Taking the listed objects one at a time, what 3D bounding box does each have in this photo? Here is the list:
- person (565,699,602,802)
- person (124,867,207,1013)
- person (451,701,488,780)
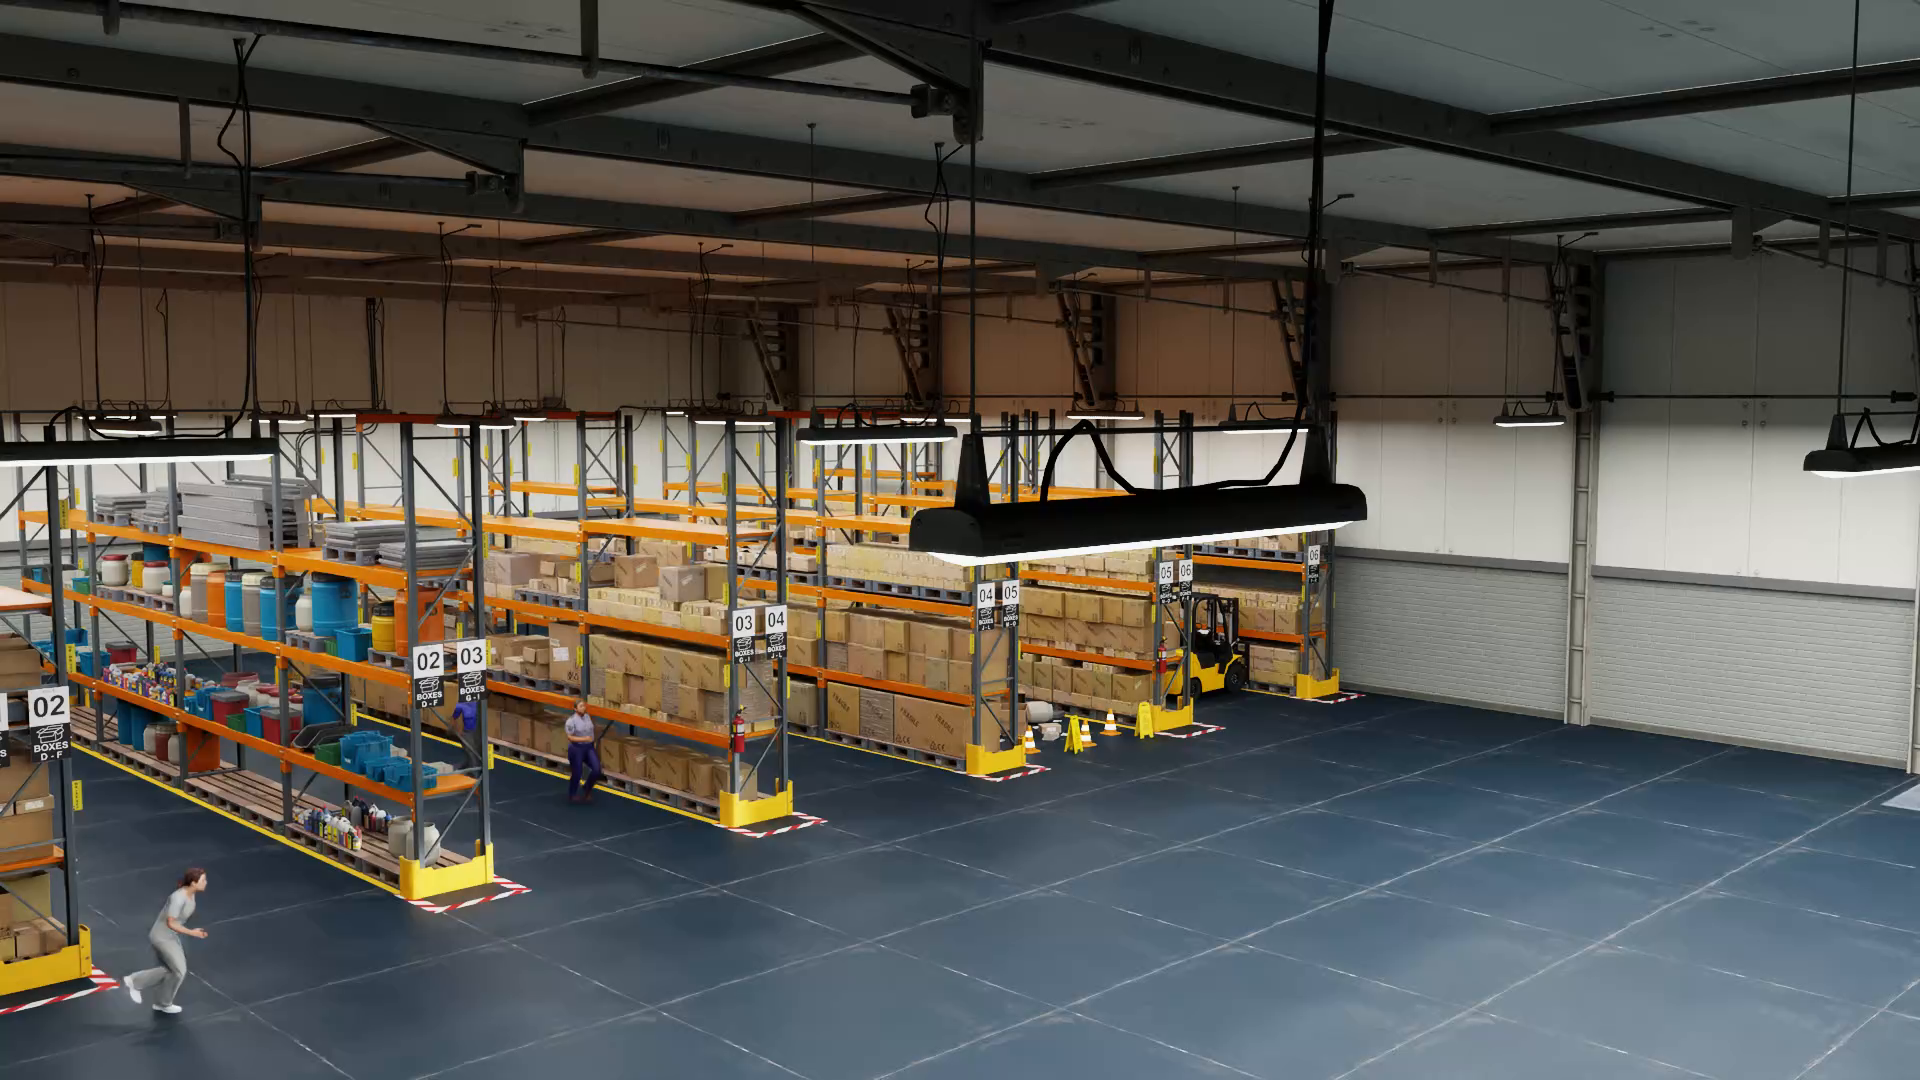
[{"bbox_3d":[-5.844,3.283,25.765,0.643,1.617,0.579,5,7,43],"label":"person"},{"bbox_3d":[-8.148,4.108,17.091,0.833,1.516,0.563,-1,5,-9],"label":"person"},{"bbox_3d":[-7.846,3.173,26.710,0.573,1.641,0.821,-4,7,-42],"label":"person"}]
